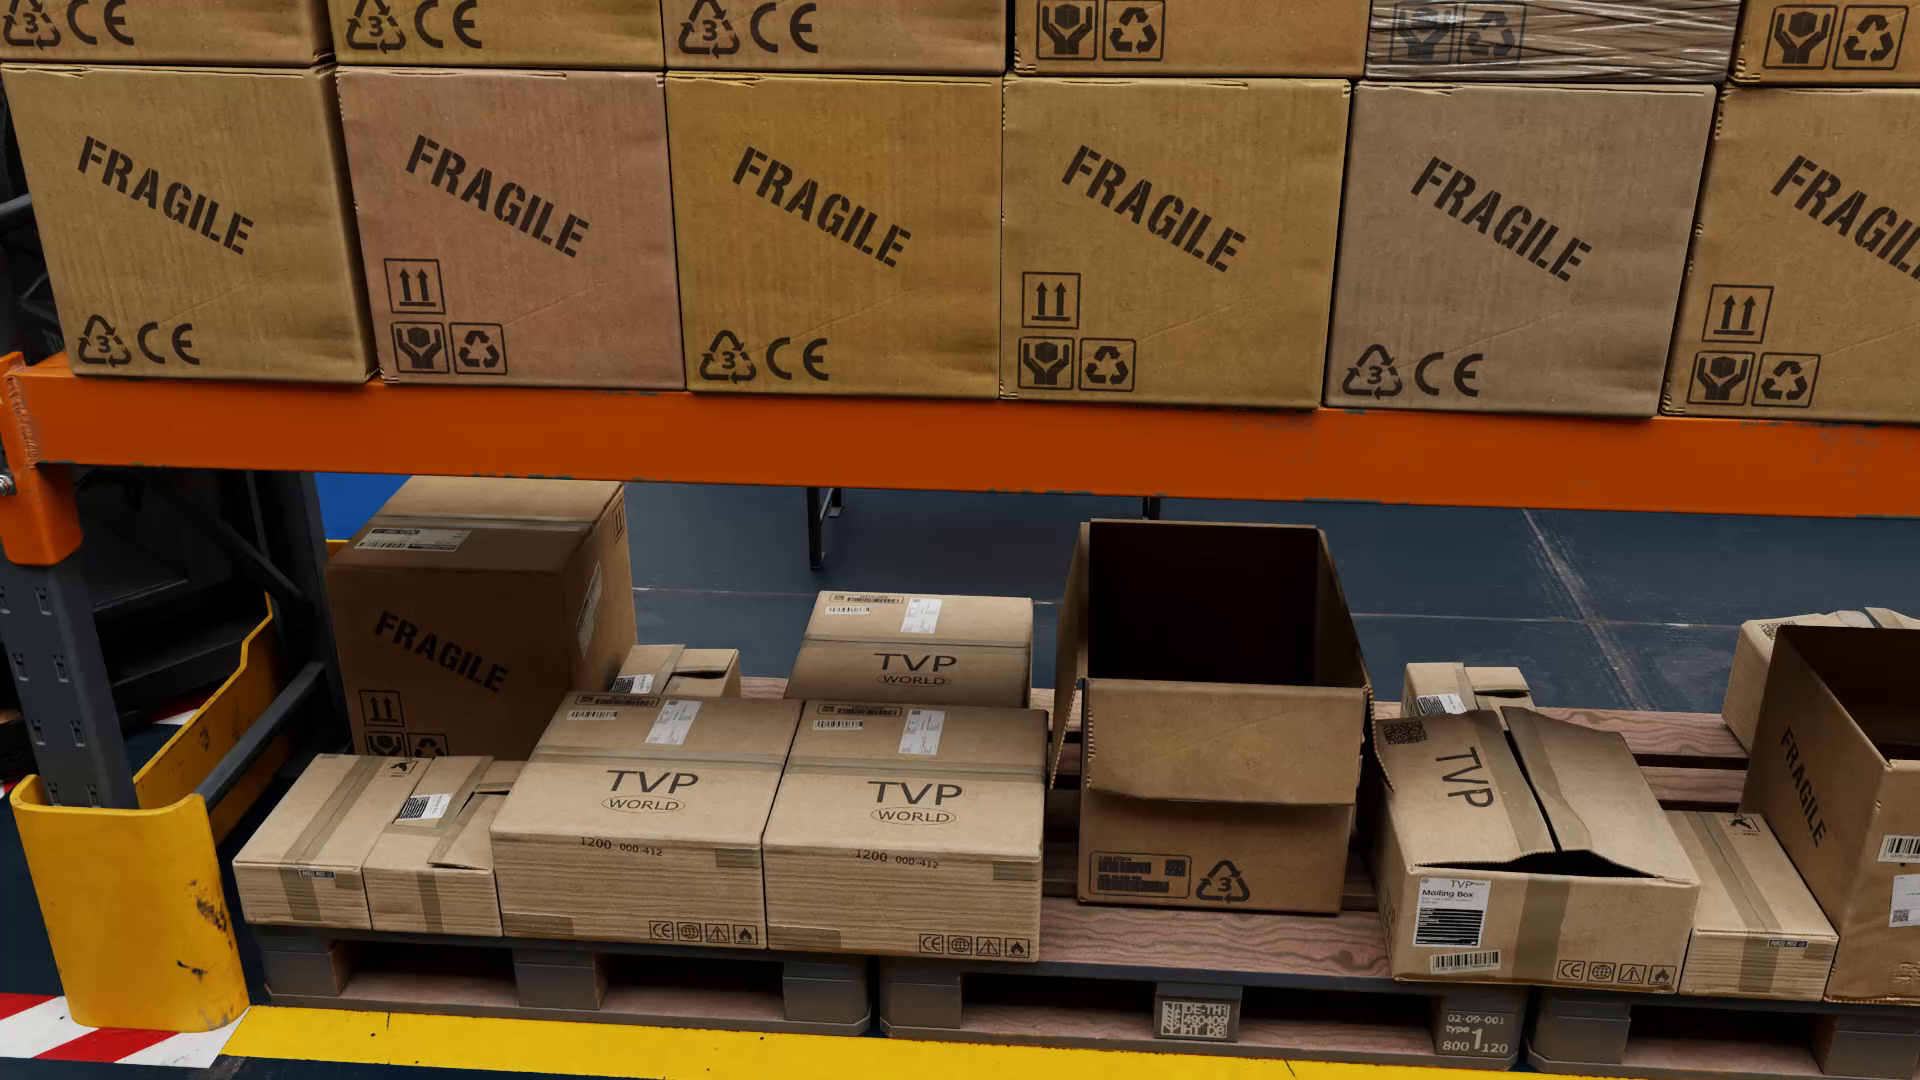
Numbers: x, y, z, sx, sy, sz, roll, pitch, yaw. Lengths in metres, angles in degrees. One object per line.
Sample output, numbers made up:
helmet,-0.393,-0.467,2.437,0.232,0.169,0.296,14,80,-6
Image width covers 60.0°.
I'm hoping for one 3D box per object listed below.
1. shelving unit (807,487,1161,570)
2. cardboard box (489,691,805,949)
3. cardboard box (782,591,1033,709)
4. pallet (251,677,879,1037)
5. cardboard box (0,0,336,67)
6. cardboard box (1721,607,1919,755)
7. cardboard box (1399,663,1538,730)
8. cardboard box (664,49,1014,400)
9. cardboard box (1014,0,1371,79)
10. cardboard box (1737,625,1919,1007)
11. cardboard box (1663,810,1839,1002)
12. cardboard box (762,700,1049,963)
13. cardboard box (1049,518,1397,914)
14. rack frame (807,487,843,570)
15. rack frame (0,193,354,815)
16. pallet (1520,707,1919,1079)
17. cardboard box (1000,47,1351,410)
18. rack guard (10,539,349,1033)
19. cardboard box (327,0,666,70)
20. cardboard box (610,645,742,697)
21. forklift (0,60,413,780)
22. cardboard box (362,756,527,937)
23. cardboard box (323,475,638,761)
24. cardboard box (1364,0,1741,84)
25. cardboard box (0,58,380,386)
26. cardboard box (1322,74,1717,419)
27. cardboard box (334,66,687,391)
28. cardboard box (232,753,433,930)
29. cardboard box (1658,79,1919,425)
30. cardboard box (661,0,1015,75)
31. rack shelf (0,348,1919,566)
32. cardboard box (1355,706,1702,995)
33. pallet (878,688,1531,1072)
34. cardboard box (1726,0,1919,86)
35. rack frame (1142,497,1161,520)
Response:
shelving unit,0.085,-0.679,4.931,1.048,1.500,0.538,2,25,4
cardboard box,-0.586,0.535,3.262,0.500,0.250,0.500,2,25,4
cardboard box,-0.099,0.341,3.684,0.500,0.250,0.500,2,25,4
pallet,-0.734,0.629,3.632,1.213,0.211,1.003,2,25,4
cardboard box,-1.182,-1.041,2.609,0.500,0.500,0.500,3,25,6
cardboard box,1.982,0.380,3.526,0.500,0.311,0.500,2,25,4
cardboard box,1.118,0.422,3.607,0.250,0.166,0.380,2,25,4
cardboard box,-0.167,-0.556,2.750,0.500,0.500,0.500,2,25,4
cardboard box,0.344,-0.994,2.506,0.500,0.500,0.500,2,25,4
cardboard box,1.794,0.498,3.044,0.500,0.500,0.500,2,25,4
cardboard box,1.415,0.670,3.089,0.250,0.149,0.380,2,25,4
cardboard box,-0.087,0.551,3.227,0.500,0.250,0.500,2,25,4
cardboard box,0.510,0.338,3.386,0.637,0.503,0.797,2,25,4
rack frame,-0.422,-0.695,4.966,0.032,1.500,0.500,2,25,4
rack frame,-1.605,-0.666,3.109,0.127,3.000,1.000,2,25,4
pallet,1.699,0.707,3.462,1.213,0.211,1.003,2,25,4
cardboard box,0.331,-0.539,2.713,0.500,0.500,0.500,2,25,5
rack guard,-1.529,0.472,3.626,0.348,0.500,1.175,2,25,4
cardboard box,-0.661,-1.028,2.580,0.500,0.500,0.500,2,25,5
cardboard box,-0.647,0.387,3.685,0.250,0.166,0.380,2,25,4
forklift,-2.473,-0.995,3.906,1.130,2.935,3.031,21,32,37
cardboard box,-0.964,0.586,3.251,0.250,0.166,0.380,2,25,4
cardboard box,-1.044,0.185,3.725,0.500,0.500,0.500,2,25,4
cardboard box,0.846,-0.977,2.470,0.500,0.500,0.500,2,25,4
cardboard box,-1.182,-0.587,2.818,0.500,0.500,0.500,2,25,5
cardboard box,0.839,-0.524,2.680,0.500,0.500,0.500,2,25,5
cardboard box,-0.668,-0.573,2.787,0.500,0.500,0.500,2,25,3
cardboard box,-1.214,0.586,3.272,0.250,0.149,0.380,2,25,4
cardboard box,1.351,-0.508,2.647,0.500,0.500,0.500,3,25,5
cardboard box,-0.162,-1.010,2.540,0.500,0.500,0.500,2,25,5
rack shelf,0.389,-0.275,3.120,4.000,0.370,1.077,2,25,4
cardboard box,1.046,0.560,3.136,0.500,0.311,0.500,2,25,4
pallet,0.479,0.669,3.545,1.213,0.211,1.003,2,25,4
cardboard box,1.349,-0.961,2.435,0.500,0.500,0.500,1,25,3
rack frame,0.592,-0.662,4.895,0.032,1.500,0.500,2,25,4
